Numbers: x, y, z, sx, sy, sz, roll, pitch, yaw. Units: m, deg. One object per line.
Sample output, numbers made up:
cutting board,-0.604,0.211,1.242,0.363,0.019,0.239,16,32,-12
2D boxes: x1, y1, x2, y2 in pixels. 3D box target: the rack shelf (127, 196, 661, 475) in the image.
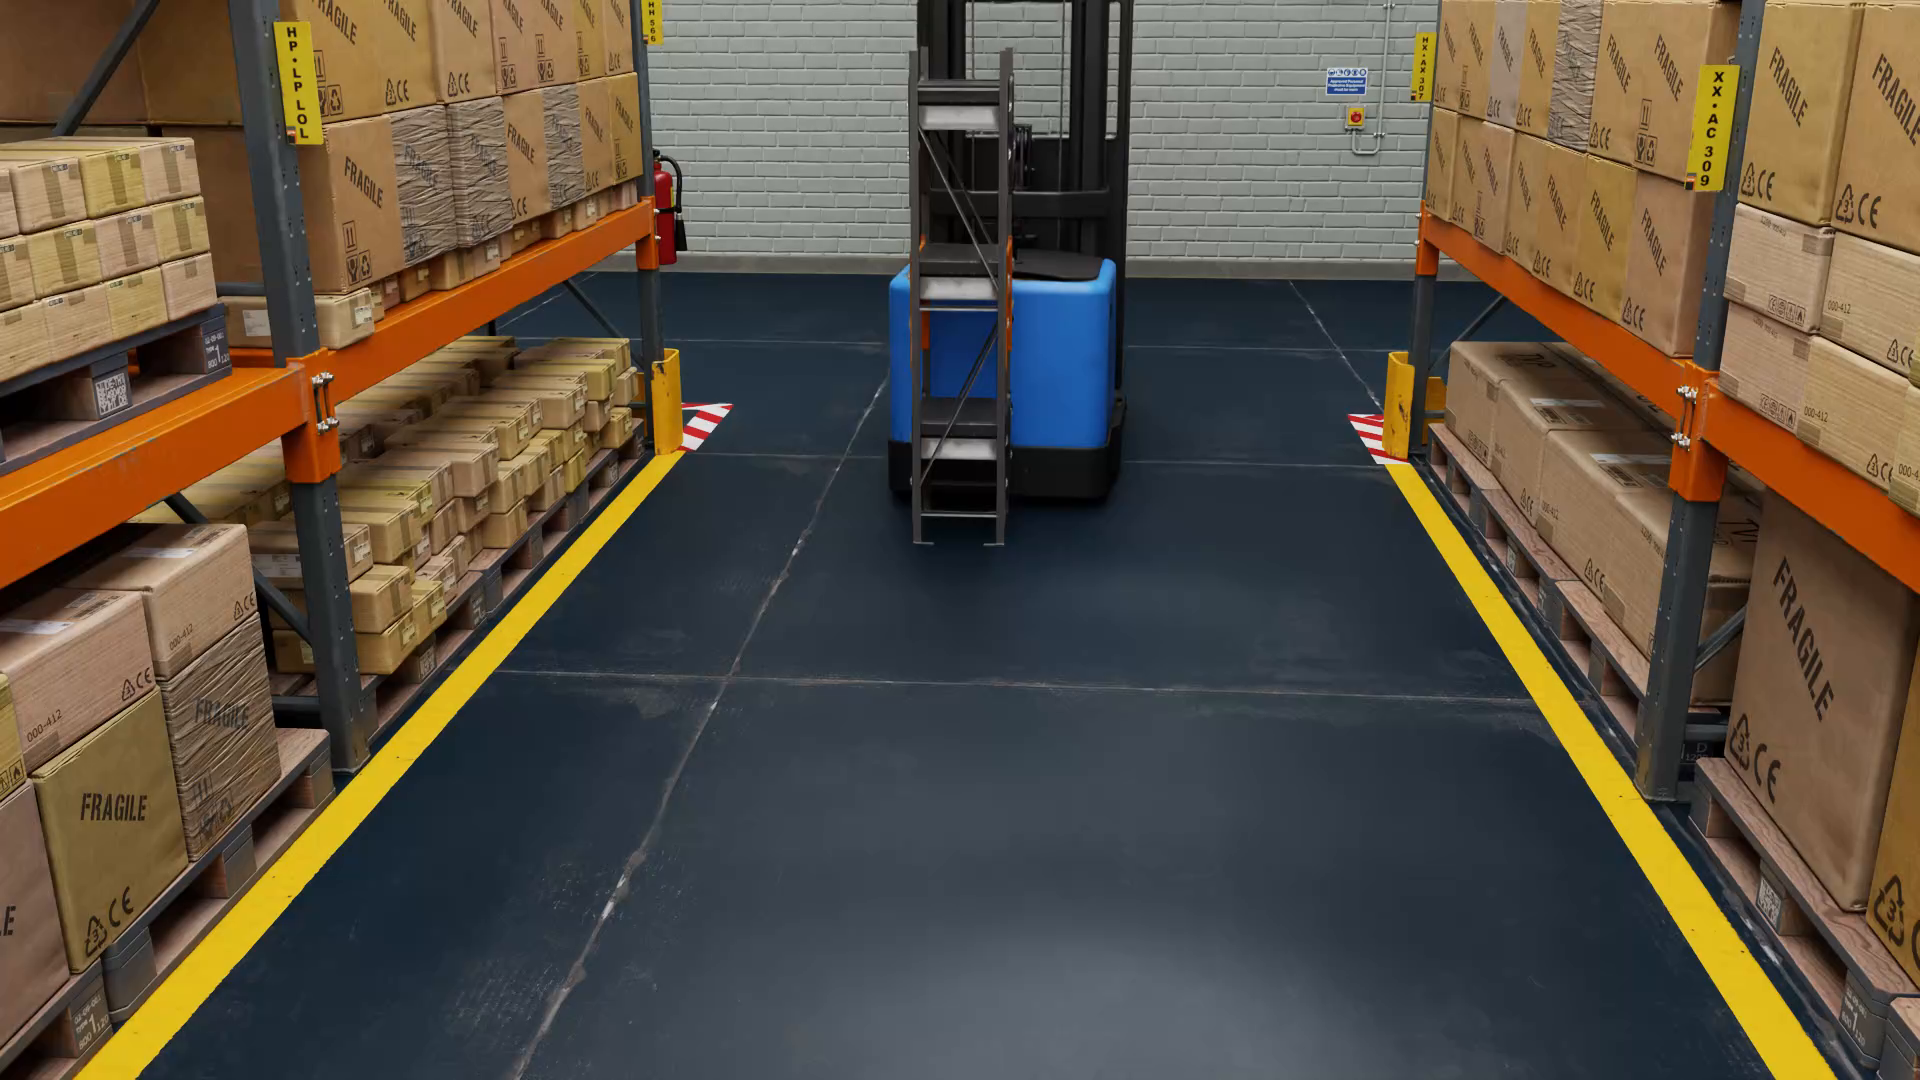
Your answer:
rack shelf,-2.235,-1.000,6.812,1.077,0.370,4.000,1,18,4

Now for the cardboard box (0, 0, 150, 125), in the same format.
cardboard box,-2.615,-1.536,5.050,0.500,0.500,0.500,1,18,2

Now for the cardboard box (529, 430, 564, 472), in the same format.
cardboard box,-1.942,-0.377,7.182,0.380,0.149,0.250,2,18,7

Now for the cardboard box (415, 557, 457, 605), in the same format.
cardboard box,-2.047,0.168,5.997,0.380,0.149,0.250,1,18,4

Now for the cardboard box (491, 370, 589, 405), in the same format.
cardboard box,-1.926,-0.681,7.633,0.380,0.149,0.250,1,18,2

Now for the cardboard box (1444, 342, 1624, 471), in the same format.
cardboard box,2.905,-0.658,8.055,0.875,0.438,0.875,1,18,2

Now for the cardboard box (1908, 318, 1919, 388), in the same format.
cardboard box,2.181,-0.358,3.138,0.500,0.250,0.500,2,18,5

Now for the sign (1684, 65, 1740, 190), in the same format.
sign,2.012,-1.102,4.452,0.100,0.325,0.005,1,18,4

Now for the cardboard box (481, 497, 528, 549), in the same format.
cardboard box,-1.979,-0.075,6.738,0.380,0.149,0.250,1,18,2

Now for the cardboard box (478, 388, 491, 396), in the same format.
cardboard box,-2.391,-0.630,7.955,0.380,0.149,0.250,2,18,5

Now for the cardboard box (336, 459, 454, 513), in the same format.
cardboard box,-2.103,-0.196,6.151,0.380,0.149,0.250,1,18,2

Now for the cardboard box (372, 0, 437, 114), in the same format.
cardboard box,-2.081,-1.680,5.490,0.500,0.500,0.500,1,18,2

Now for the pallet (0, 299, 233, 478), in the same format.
pallet,-2.578,-0.395,4.119,1.003,0.211,1.213,1,18,4

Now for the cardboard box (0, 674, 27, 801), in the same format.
cardboard box,-2.254,0.472,3.300,0.500,0.250,0.500,0,18,1

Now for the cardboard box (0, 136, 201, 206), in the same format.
cardboard box,-2.213,-0.954,4.291,0.380,0.149,0.250,2,18,6

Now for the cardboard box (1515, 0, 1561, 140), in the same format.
cardboard box,2.440,-1.788,6.296,0.500,0.500,0.500,1,18,4

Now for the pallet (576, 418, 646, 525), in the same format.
pallet,-2.191,-0.362,8.190,1.003,0.211,1.213,1,18,4

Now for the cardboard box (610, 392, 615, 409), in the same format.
cardboard box,-1.917,-0.699,8.164,0.380,0.149,0.250,1,18,3

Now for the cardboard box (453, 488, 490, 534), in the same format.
cardboard box,-2.058,-0.138,6.452,0.380,0.149,0.250,2,18,6

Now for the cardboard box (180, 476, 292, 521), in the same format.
cardboard box,-2.623,-0.122,5.926,0.380,0.149,0.250,1,18,3

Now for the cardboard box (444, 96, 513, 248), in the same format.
cardboard box,-1.991,-1.367,6.139,0.500,0.500,0.500,1,18,3

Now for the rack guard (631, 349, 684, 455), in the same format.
rack guard,-2.097,-0.751,8.913,1.175,0.500,0.348,1,18,4

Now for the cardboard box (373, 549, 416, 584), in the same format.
cardboard box,-2.105,0.107,5.704,0.380,0.149,0.250,1,18,4

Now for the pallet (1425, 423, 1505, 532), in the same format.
pallet,2.874,-0.308,8.025,1.003,0.211,1.213,1,18,4

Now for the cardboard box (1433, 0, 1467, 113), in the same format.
cardboard box,2.534,-2.263,7.747,0.500,0.500,0.500,1,18,3

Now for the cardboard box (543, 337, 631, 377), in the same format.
cardboard box,-1.877,-0.920,8.362,0.380,0.149,0.250,1,18,5

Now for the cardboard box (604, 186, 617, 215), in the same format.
cardboard box,-1.888,-1.659,8.073,0.380,0.149,0.250,1,18,4

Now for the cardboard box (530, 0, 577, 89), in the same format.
cardboard box,-1.941,-2.160,6.953,0.500,0.500,0.500,2,18,7

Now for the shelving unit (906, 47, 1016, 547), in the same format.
shelving unit,0.012,-1.049,7.253,0.431,2.100,0.503,1,18,4

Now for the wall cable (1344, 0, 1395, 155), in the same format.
wall cable,3.234,-4.133,13.537,0.585,1.953,0.123,1,18,4

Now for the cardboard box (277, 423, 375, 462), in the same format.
cardboard box,-2.592,-0.371,6.686,0.380,0.149,0.250,1,18,2

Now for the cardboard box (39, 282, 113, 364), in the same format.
cardboard box,-2.247,-0.515,3.906,0.380,0.149,0.250,1,18,4

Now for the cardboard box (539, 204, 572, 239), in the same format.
cardboard box,-1.935,-1.420,7.343,0.380,0.149,0.250,0,18,1

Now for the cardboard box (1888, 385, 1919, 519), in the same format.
cardboard box,2.183,-0.120,3.212,0.500,0.250,0.500,1,18,3

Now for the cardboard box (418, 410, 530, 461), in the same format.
cardboard box,-2.010,-0.435,6.882,0.380,0.149,0.250,1,18,4

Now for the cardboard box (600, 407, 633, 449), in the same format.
cardboard box,-1.839,-0.557,8.210,0.380,0.149,0.250,2,18,6

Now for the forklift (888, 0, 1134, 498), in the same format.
forklift,0.358,-2.004,8.832,1.130,2.935,3.031,2,18,7

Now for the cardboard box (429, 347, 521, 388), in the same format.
cardboard box,-2.368,-0.847,8.138,0.380,0.149,0.250,2,18,5

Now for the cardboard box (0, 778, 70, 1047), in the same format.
cardboard box,-2.258,0.822,3.437,0.500,0.500,0.500,1,18,3

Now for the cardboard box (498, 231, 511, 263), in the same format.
cardboard box,-2.013,-1.176,6.598,0.380,0.149,0.250,2,18,6

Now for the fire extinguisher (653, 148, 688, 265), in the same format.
fire extinguisher,-1.613,-1.817,8.873,0.296,0.674,0.183,1,18,4

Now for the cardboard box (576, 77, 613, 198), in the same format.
cardboard box,-1.909,-1.846,7.602,0.500,0.500,0.500,1,18,3

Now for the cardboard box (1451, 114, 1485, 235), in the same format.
cardboard box,2.524,-1.631,7.422,0.500,0.500,0.500,1,18,3

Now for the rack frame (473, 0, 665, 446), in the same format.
rack frame,-2.092,-1.963,8.595,1.000,3.000,0.127,1,18,4

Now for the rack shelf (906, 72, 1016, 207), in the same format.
rack shelf,0.012,-1.701,7.039,0.431,0.518,0.480,1,18,4

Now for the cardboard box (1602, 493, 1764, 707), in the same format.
cardboard box,2.718,0.184,5.484,0.875,0.438,0.875,1,18,3

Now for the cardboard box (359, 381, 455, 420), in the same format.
cardboard box,-2.478,-0.607,7.405,0.380,0.149,0.250,2,18,6

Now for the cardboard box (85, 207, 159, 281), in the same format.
cardboard box,-2.228,-0.732,4.091,0.380,0.149,0.250,1,18,4

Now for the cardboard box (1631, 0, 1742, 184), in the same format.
cardboard box,2.324,-1.317,4.857,0.500,0.500,0.500,1,18,3

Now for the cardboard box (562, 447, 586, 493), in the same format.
cardboard box,-1.904,-0.319,7.485,0.380,0.149,0.250,0,18,1

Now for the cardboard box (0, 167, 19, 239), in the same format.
cardboard box,-2.270,-0.709,3.543,0.380,0.149,0.250,1,18,4

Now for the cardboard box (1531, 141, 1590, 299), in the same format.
cardboard box,2.397,-1.155,5.970,0.500,0.500,0.500,1,18,3

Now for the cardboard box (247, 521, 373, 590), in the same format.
cardboard box,-2.147,0.050,5.402,0.380,0.149,0.250,2,18,6

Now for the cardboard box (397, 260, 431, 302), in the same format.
cardboard box,-2.095,-0.932,5.853,0.380,0.149,0.250,0,18,1

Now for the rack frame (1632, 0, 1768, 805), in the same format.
rack frame,2.566,-0.641,4.563,1.000,3.000,0.127,1,18,4

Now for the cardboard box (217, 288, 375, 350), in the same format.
cardboard box,-2.032,-0.682,5.089,0.380,0.149,0.250,2,18,6
